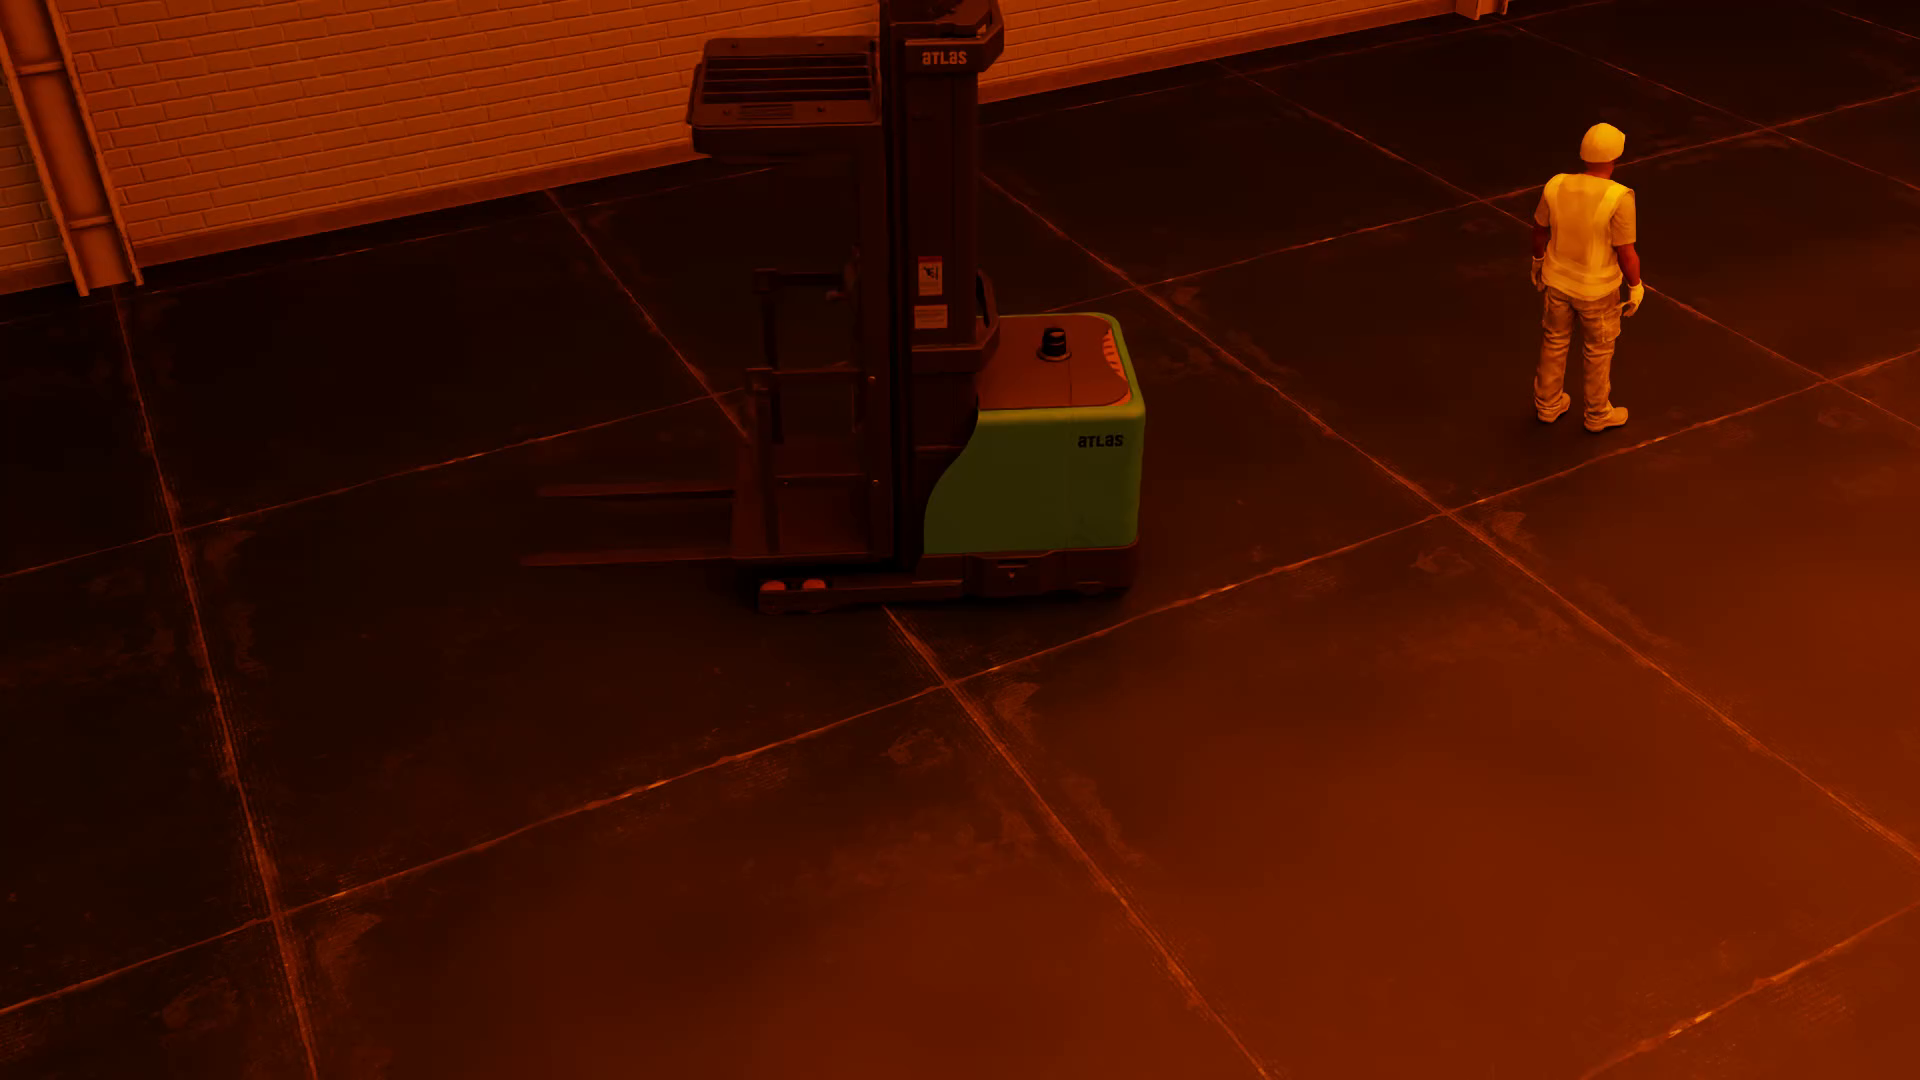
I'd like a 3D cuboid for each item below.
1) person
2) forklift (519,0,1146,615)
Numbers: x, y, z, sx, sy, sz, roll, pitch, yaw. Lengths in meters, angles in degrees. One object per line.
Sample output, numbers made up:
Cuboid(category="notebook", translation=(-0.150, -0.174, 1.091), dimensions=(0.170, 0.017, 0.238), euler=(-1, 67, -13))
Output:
Cuboid(category="person", translation=(3.471, -1.452, 9.159), dimensions=(0.577, 1.782, 0.656), euler=(-27, 43, -32))
Cuboid(category="forklift", translation=(-0.663, -1.148, 7.747), dimensions=(3.031, 2.935, 1.130), euler=(-2, 35, -3))
